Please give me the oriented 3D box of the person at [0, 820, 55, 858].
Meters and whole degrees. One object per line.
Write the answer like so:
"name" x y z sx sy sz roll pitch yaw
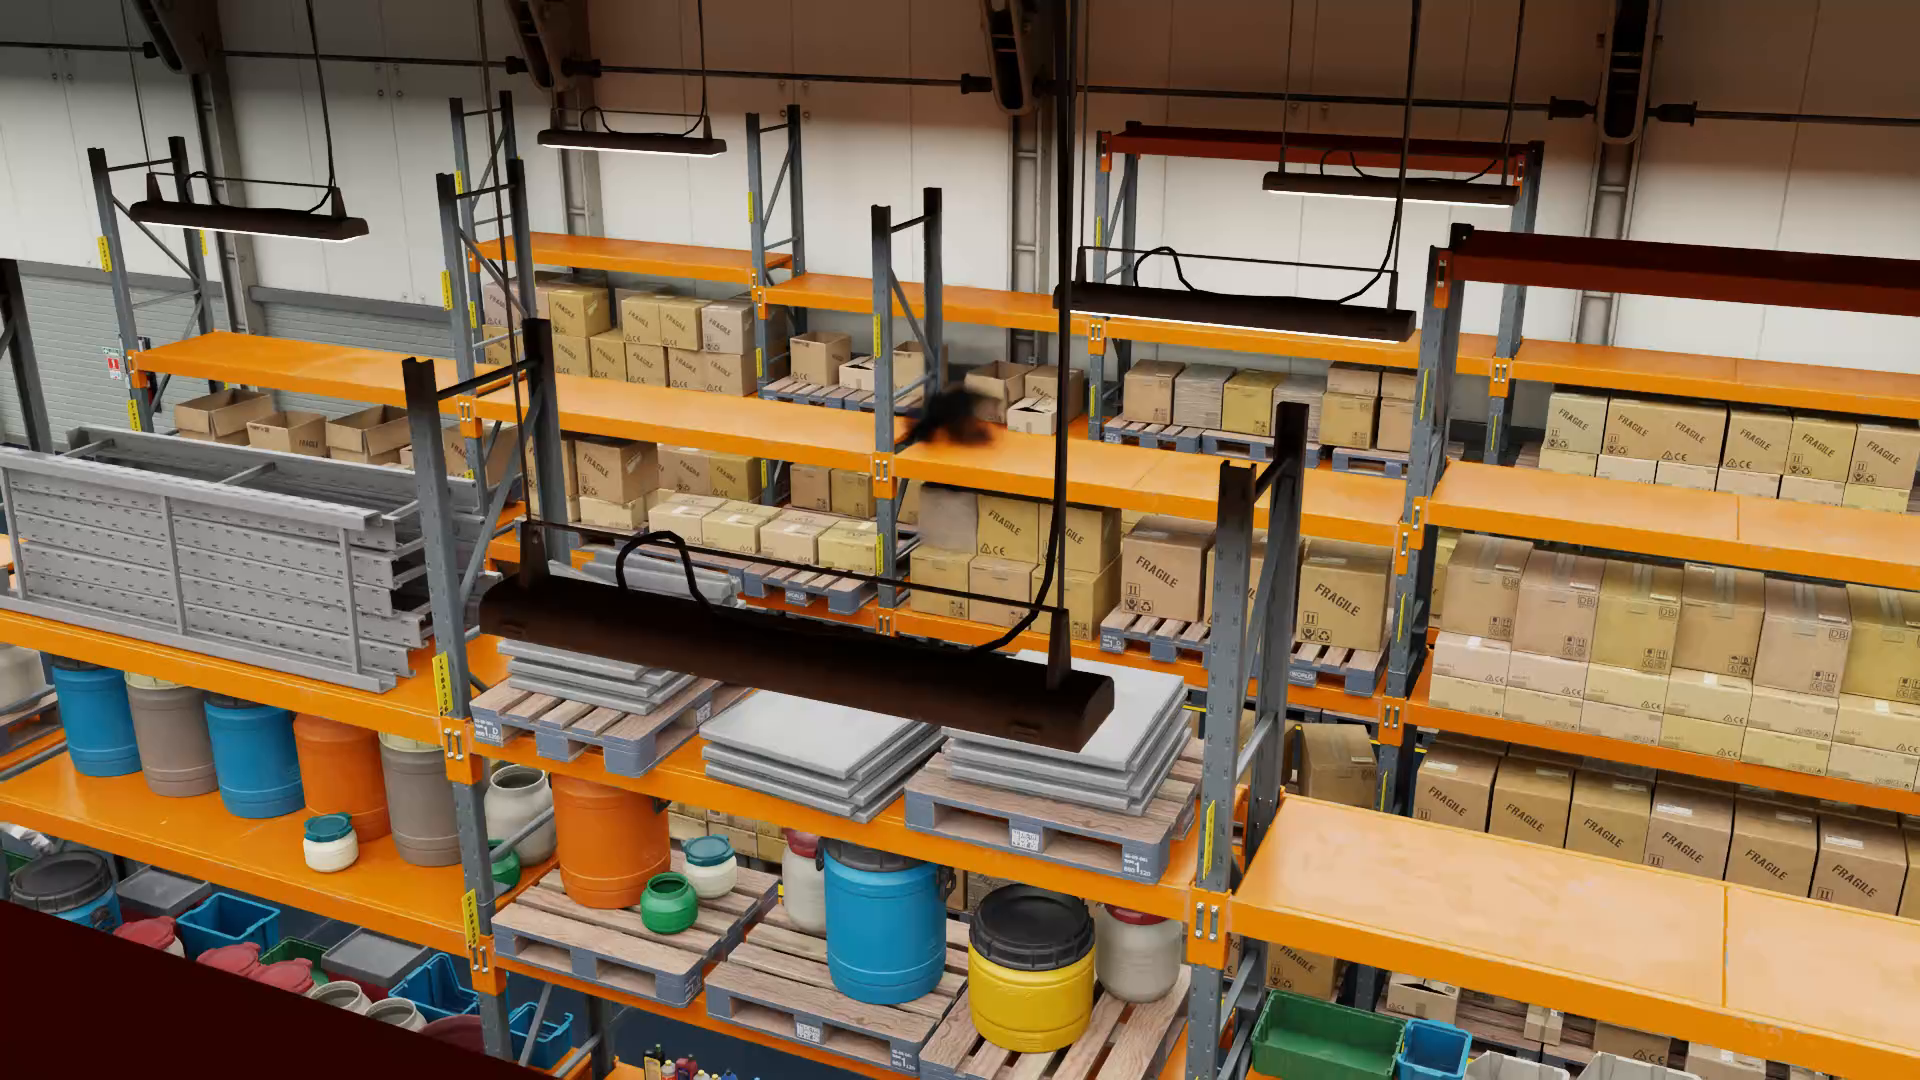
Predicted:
"person" -8.483 2.199 14.324 0.852 1.764 0.723 5 21 12
